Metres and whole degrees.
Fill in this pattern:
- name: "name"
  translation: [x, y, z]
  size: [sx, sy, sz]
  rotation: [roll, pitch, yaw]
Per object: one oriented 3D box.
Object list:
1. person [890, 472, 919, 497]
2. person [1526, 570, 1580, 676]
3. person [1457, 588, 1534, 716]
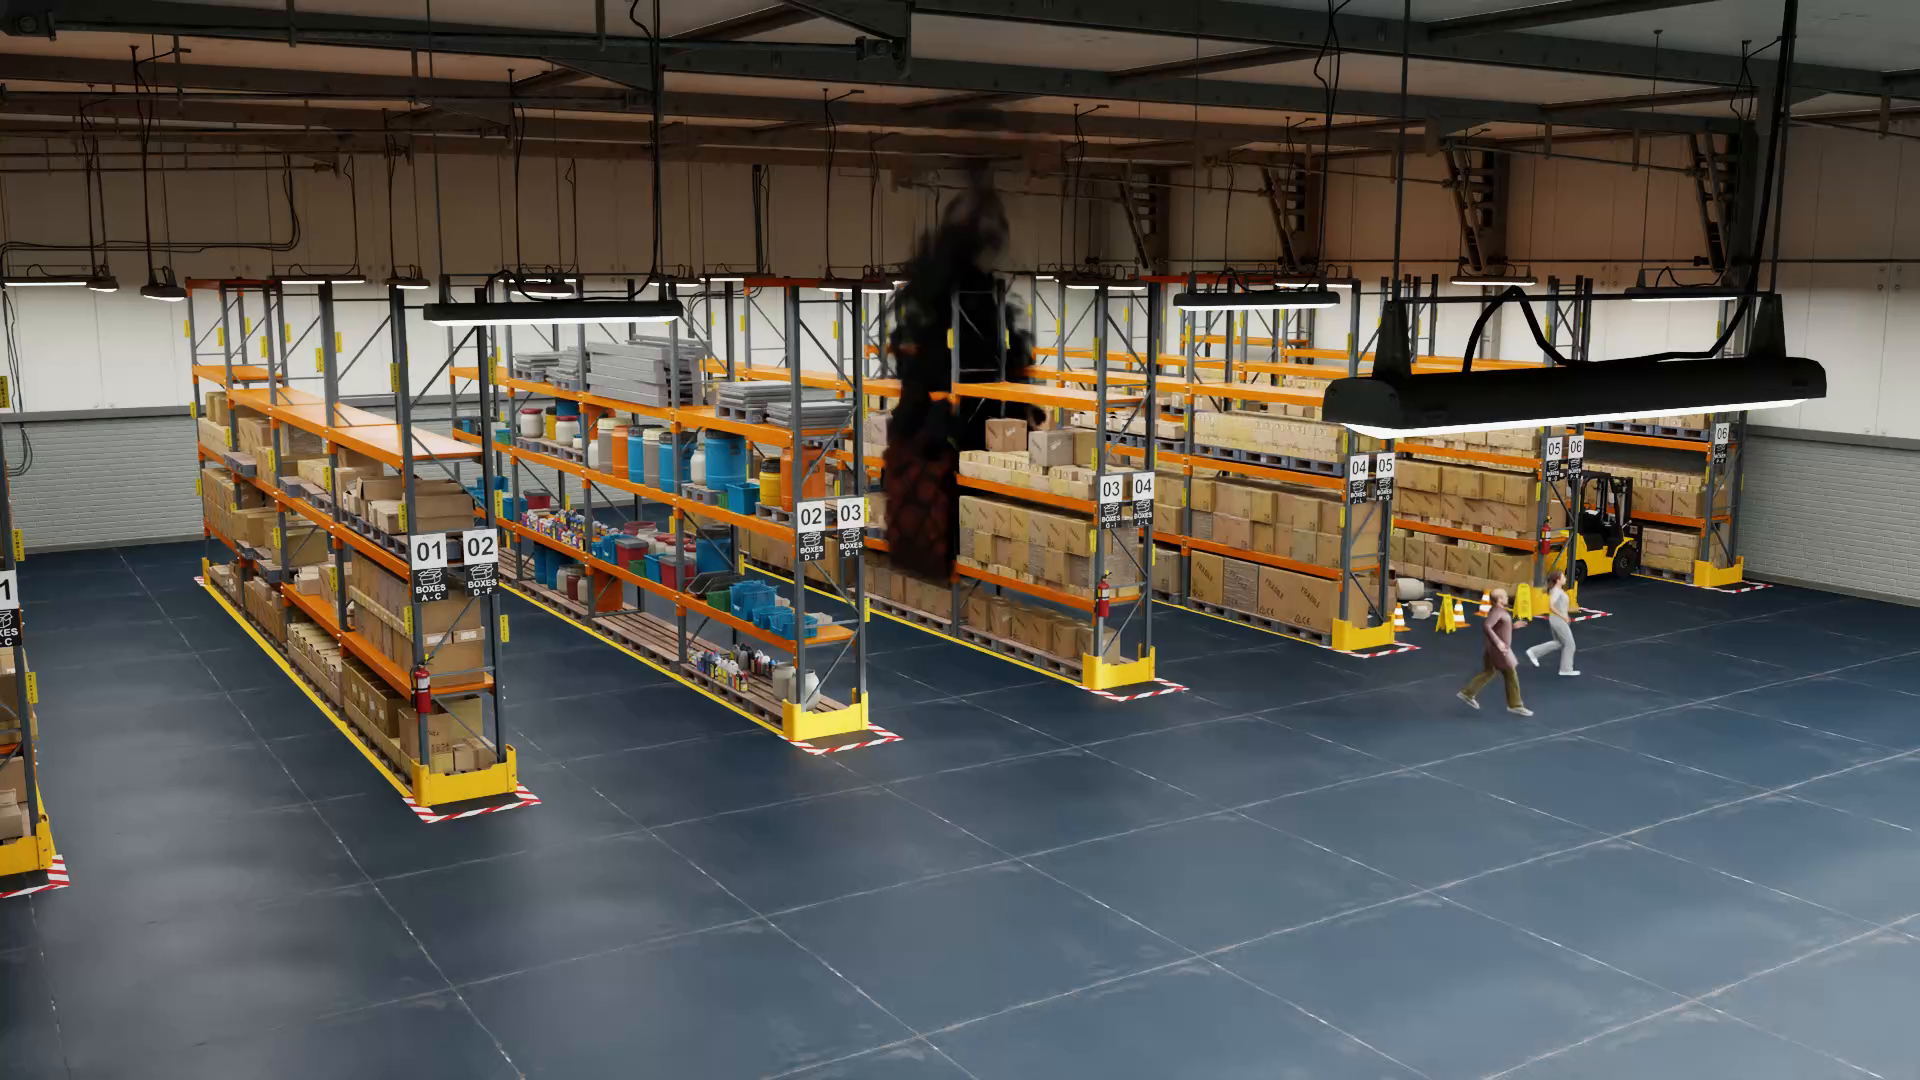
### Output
- name: "person"
  translation: [-1.204, -0.633, 36.490]
  size: [0.670, 1.828, 0.757]
  rotation: [-7, 12, -34]
- name: "person"
  translation: [9.147, 1.269, 25.538]
  size: [0.802, 1.635, 0.575]
  rotation: [2, 10, 14]
- name: "person"
  translation: [7.517, 1.555, 23.245]
  size: [1.043, 1.784, 0.697]
  rotation: [1, 10, 4]
